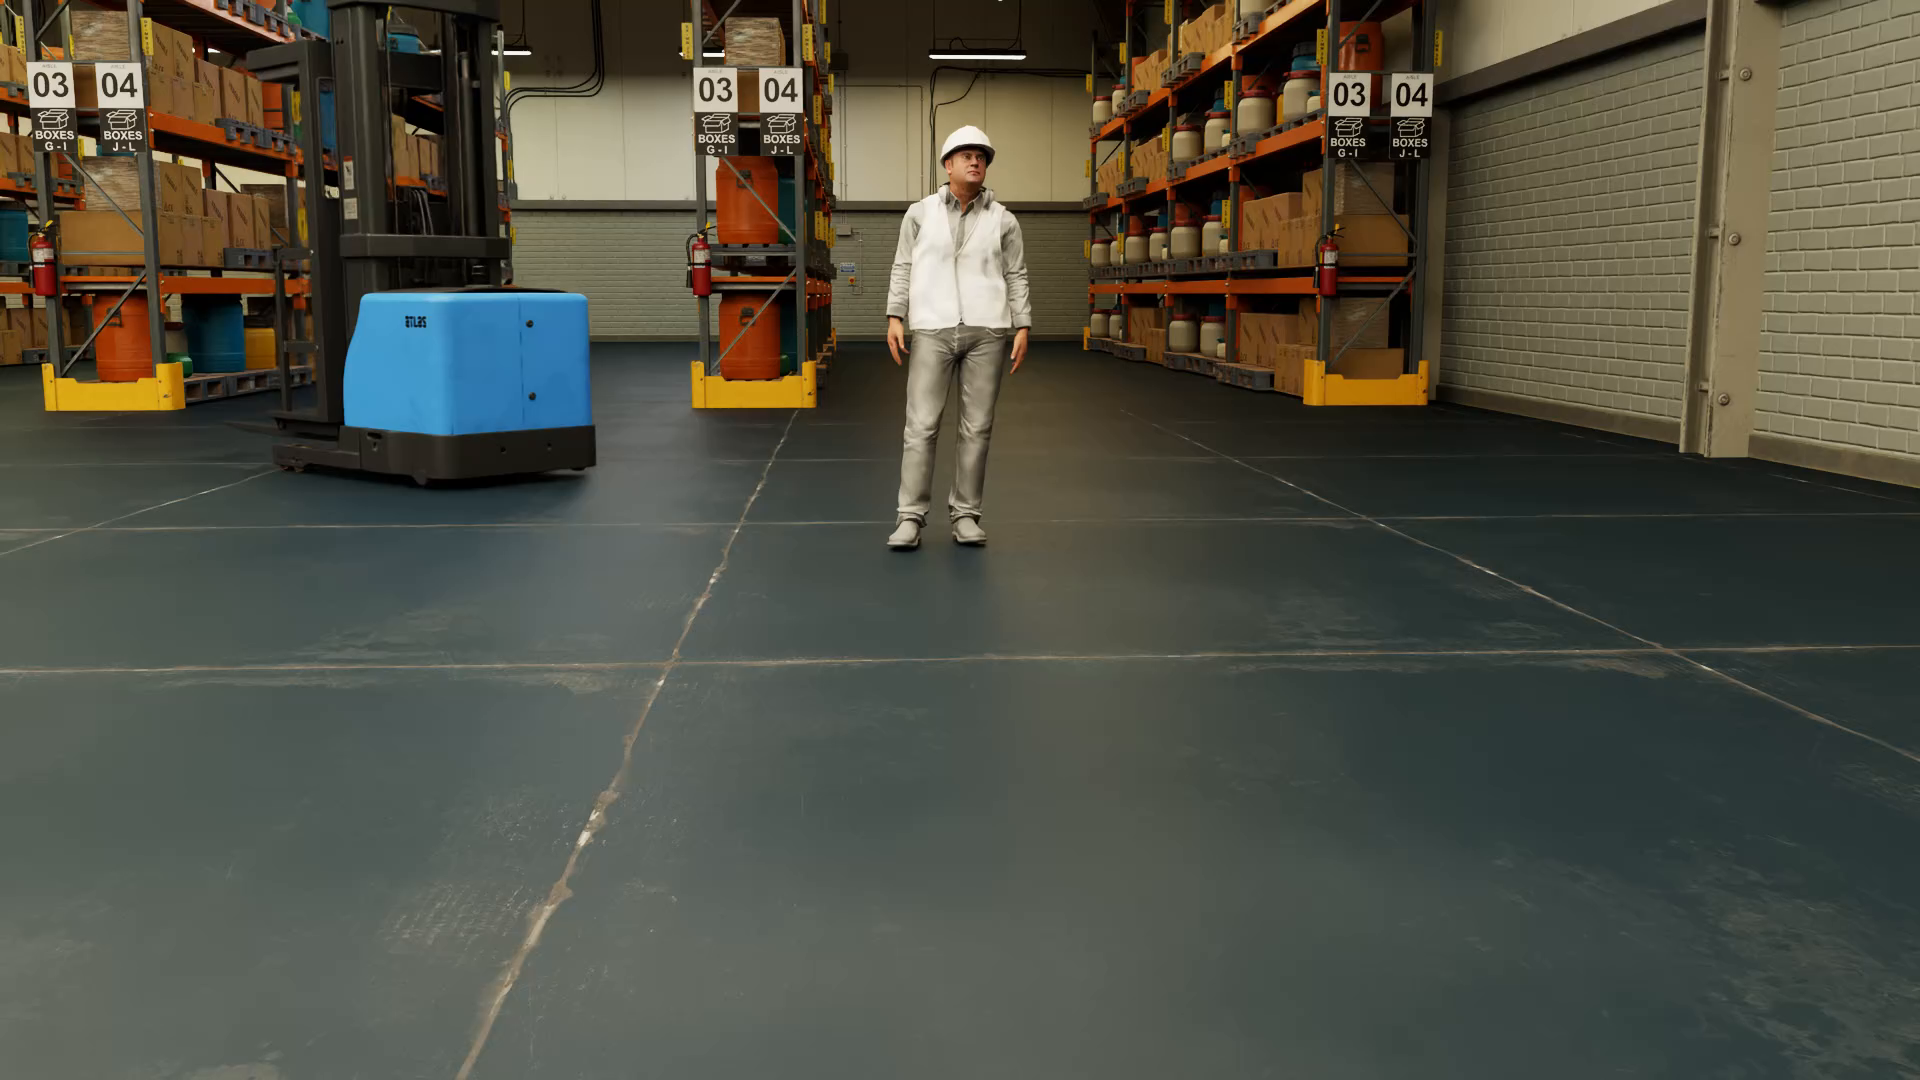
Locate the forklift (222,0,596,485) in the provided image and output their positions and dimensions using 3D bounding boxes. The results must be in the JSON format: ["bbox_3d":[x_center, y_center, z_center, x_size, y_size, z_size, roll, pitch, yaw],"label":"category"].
[{"bbox_3d":[-3.573,-1.906,10.165,3.031,2.935,1.130,7,11,41],"label":"forklift"}]

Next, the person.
[{"bbox_3d":[-0.003,-0.876,7.116,0.634,1.775,0.566,-1,8,-4],"label":"person"}]
